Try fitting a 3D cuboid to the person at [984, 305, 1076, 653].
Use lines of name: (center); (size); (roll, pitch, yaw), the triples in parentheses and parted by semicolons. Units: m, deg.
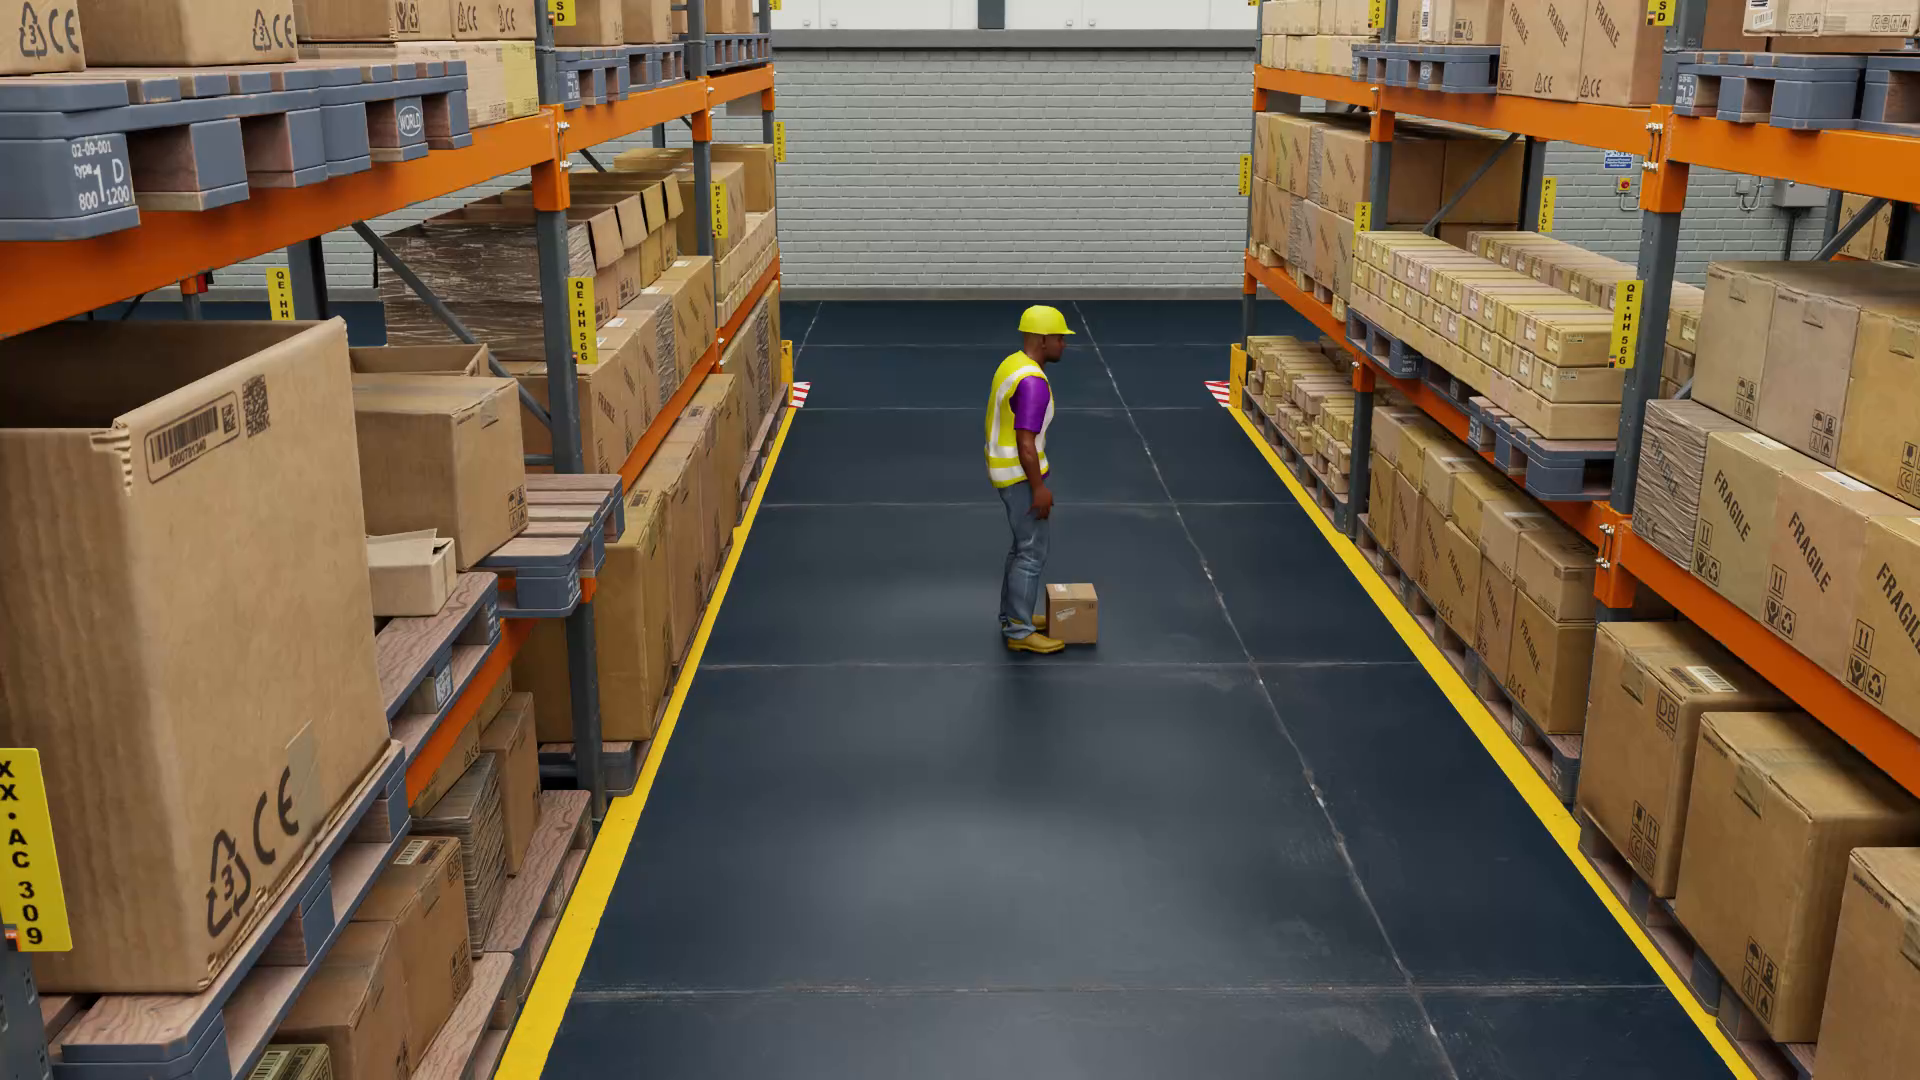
person: (0.359, -0.331, 8.597); (0.456, 1.760, 0.635); (-1, 17, -4)
